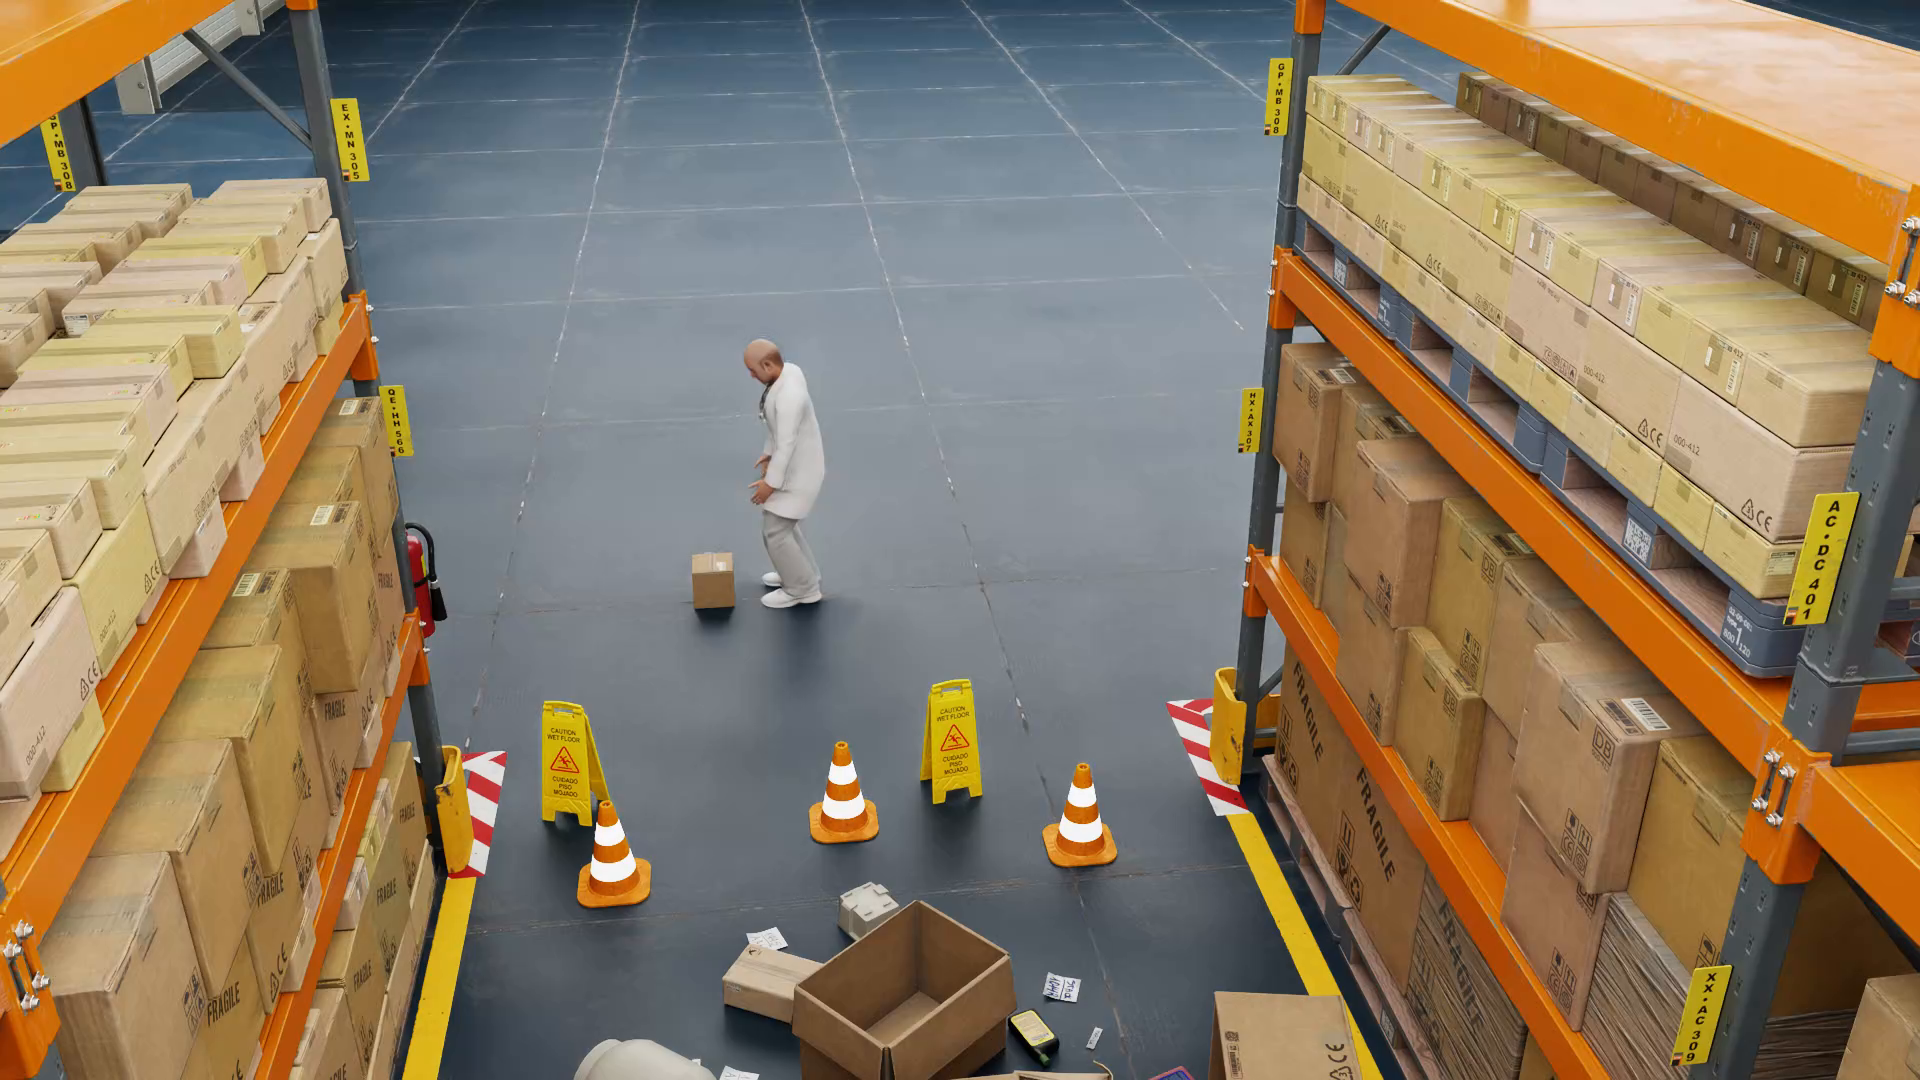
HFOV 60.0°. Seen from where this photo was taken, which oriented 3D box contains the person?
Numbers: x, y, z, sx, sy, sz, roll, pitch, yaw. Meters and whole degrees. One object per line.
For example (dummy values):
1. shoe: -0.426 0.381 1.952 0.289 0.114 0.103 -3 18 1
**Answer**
1. person: -1.047 -0.411 10.037 0.466 1.702 0.599 -3 27 -6
